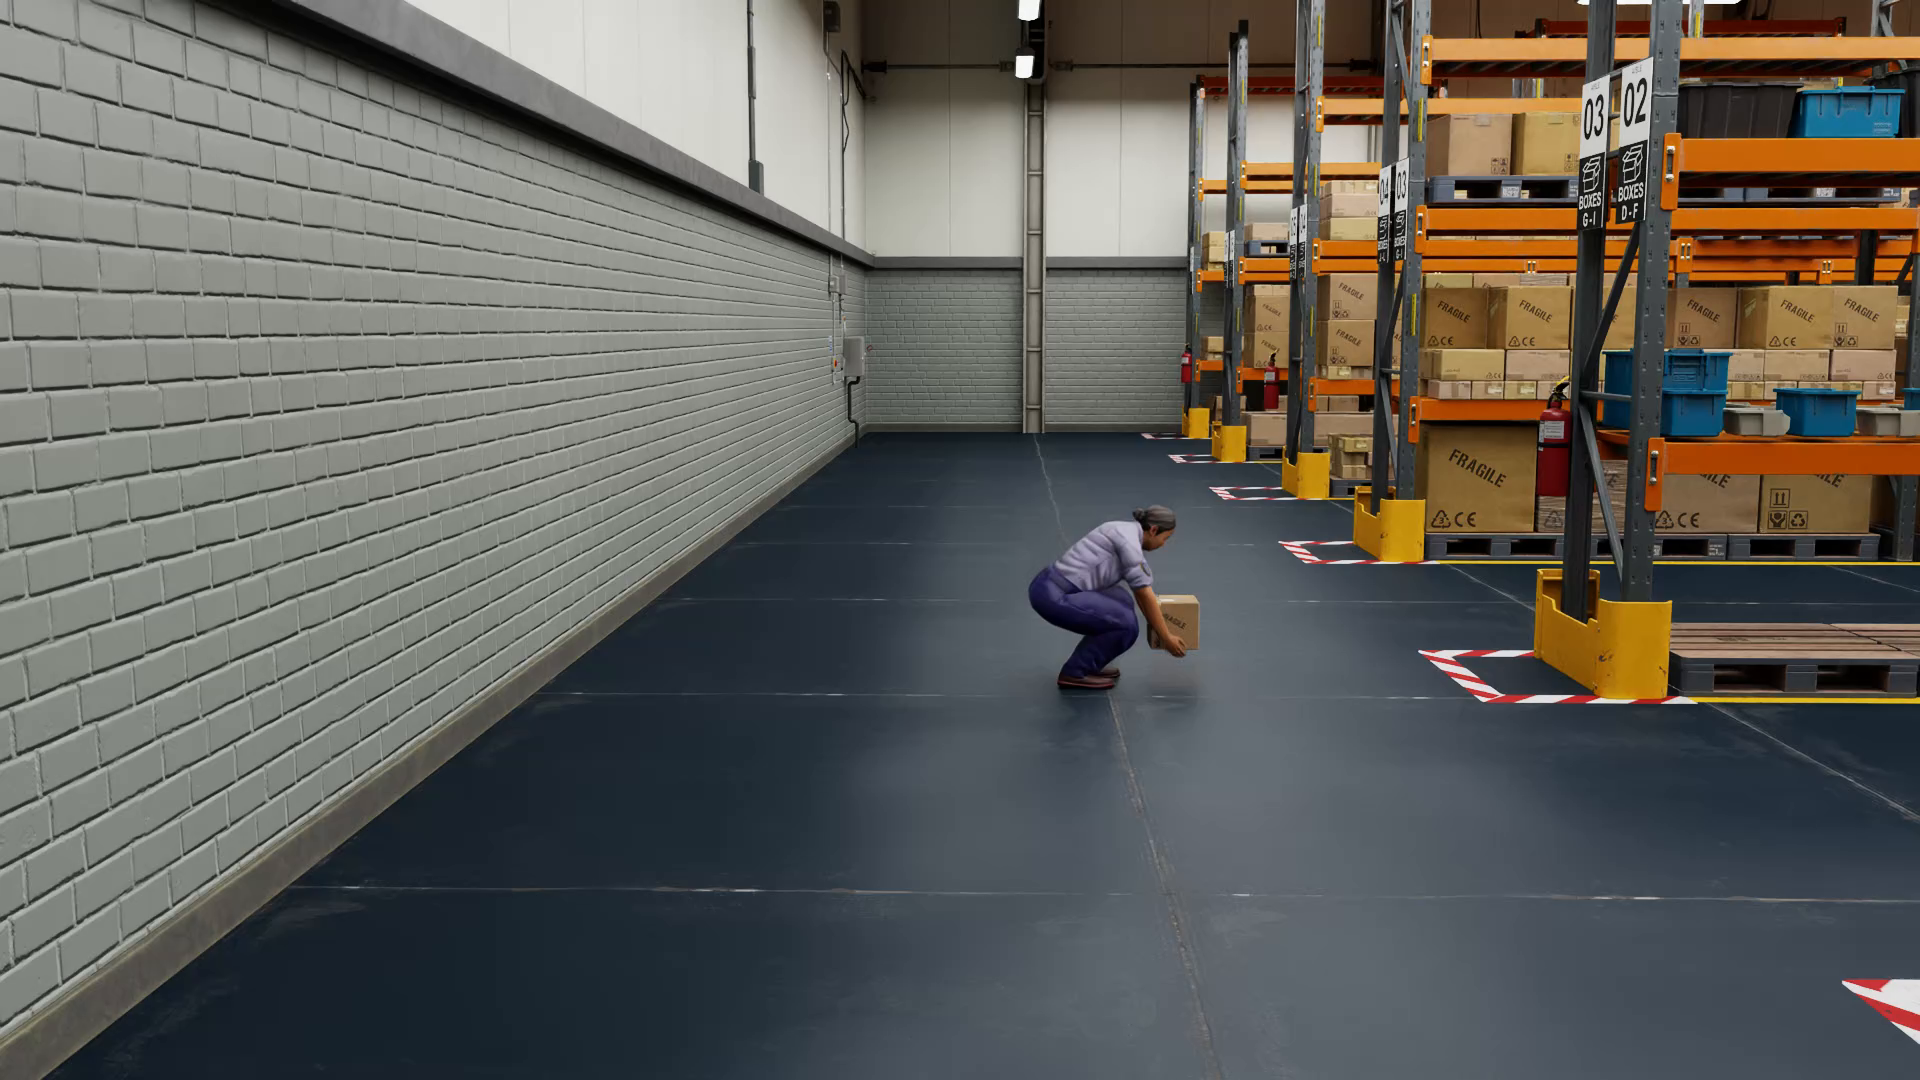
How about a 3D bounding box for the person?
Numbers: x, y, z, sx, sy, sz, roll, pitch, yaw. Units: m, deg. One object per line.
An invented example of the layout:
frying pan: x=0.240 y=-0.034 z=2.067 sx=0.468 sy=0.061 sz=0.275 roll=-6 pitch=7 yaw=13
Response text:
person: x=0.776 y=0.290 z=8.835 sx=0.829 sy=0.953 sz=0.526 roll=0 pitch=7 yaw=1
